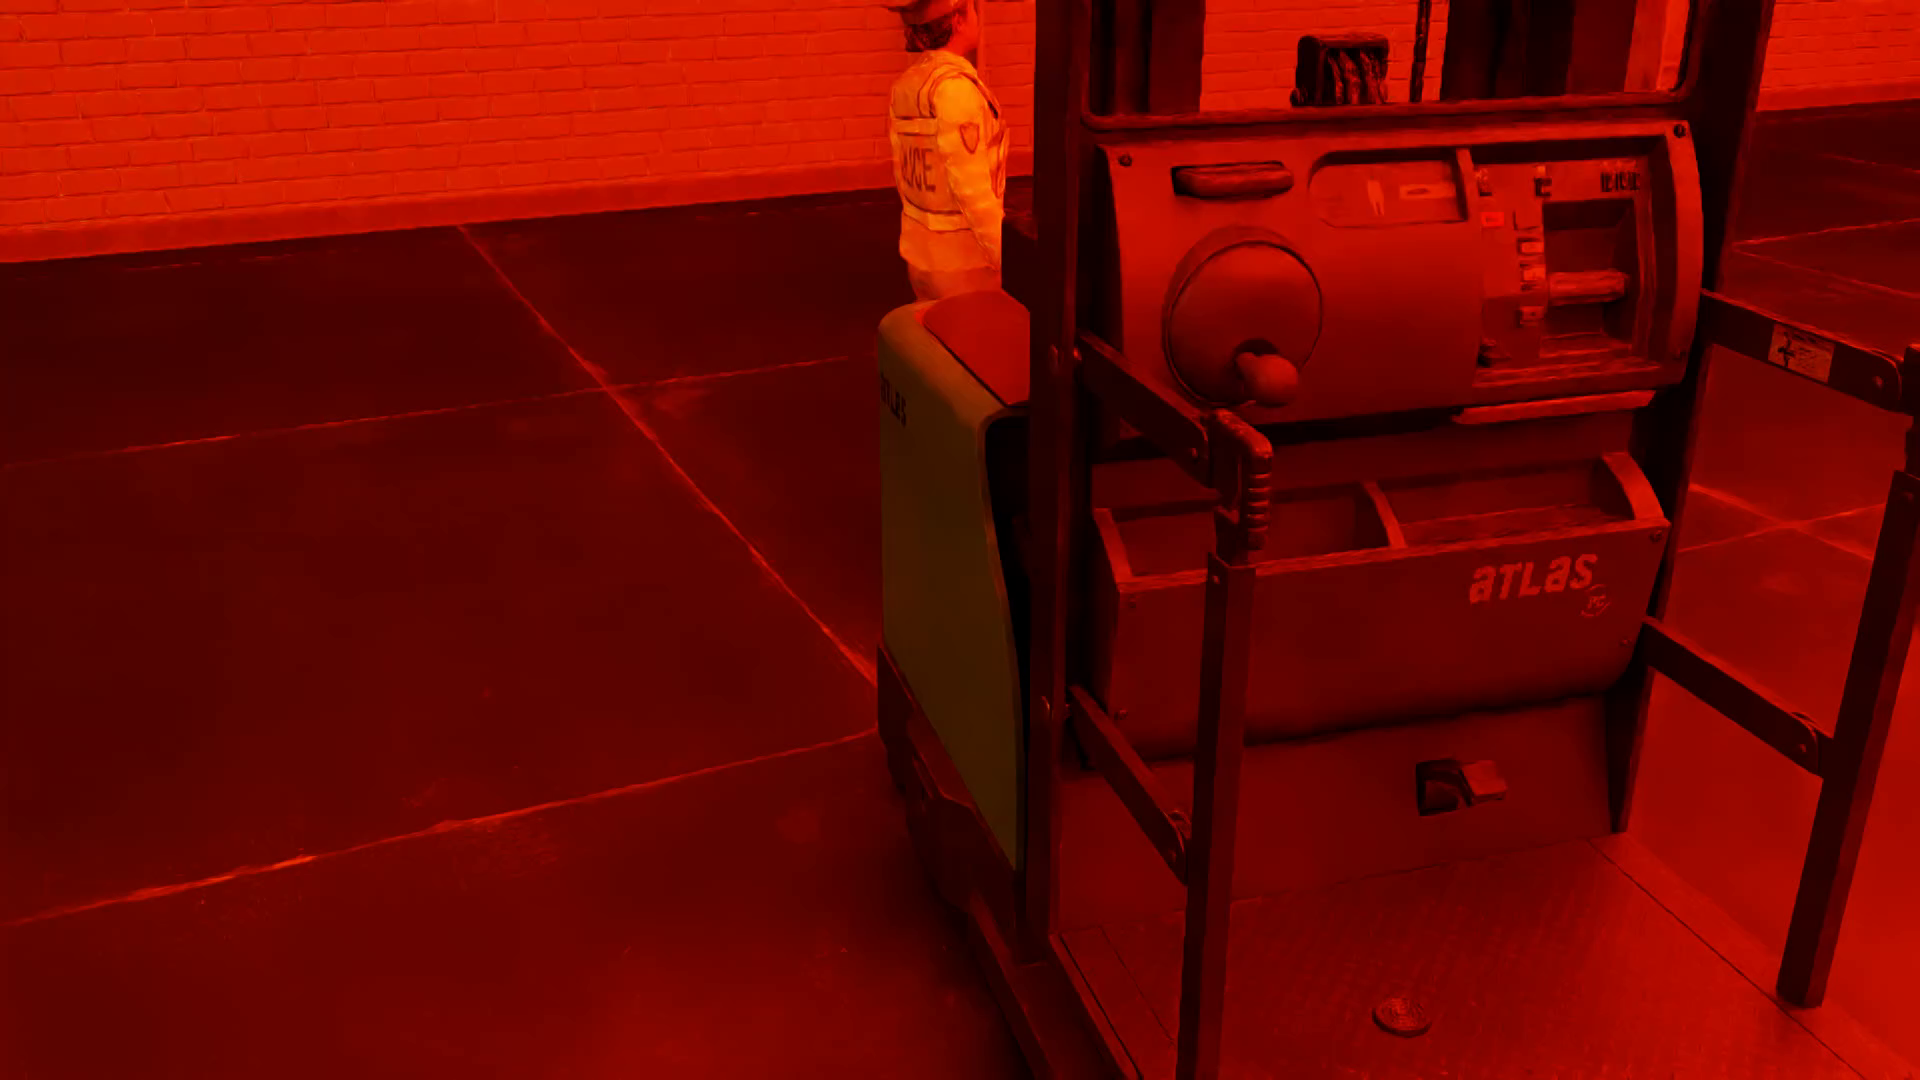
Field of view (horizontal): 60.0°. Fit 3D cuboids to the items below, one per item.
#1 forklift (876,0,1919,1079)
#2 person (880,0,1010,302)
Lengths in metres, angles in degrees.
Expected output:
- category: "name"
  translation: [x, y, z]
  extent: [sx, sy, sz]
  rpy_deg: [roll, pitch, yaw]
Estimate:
- category: "forklift"
  translation: [0.714, -0.375, 2.190]
  extent: [1.130, 2.935, 3.031]
  rpy_deg: [-6, 23, -15]
- category: "person"
  translation: [0.064, -0.798, 4.799]
  extent: [0.532, 1.695, 0.586]
  rpy_deg: [-10, 25, -23]
